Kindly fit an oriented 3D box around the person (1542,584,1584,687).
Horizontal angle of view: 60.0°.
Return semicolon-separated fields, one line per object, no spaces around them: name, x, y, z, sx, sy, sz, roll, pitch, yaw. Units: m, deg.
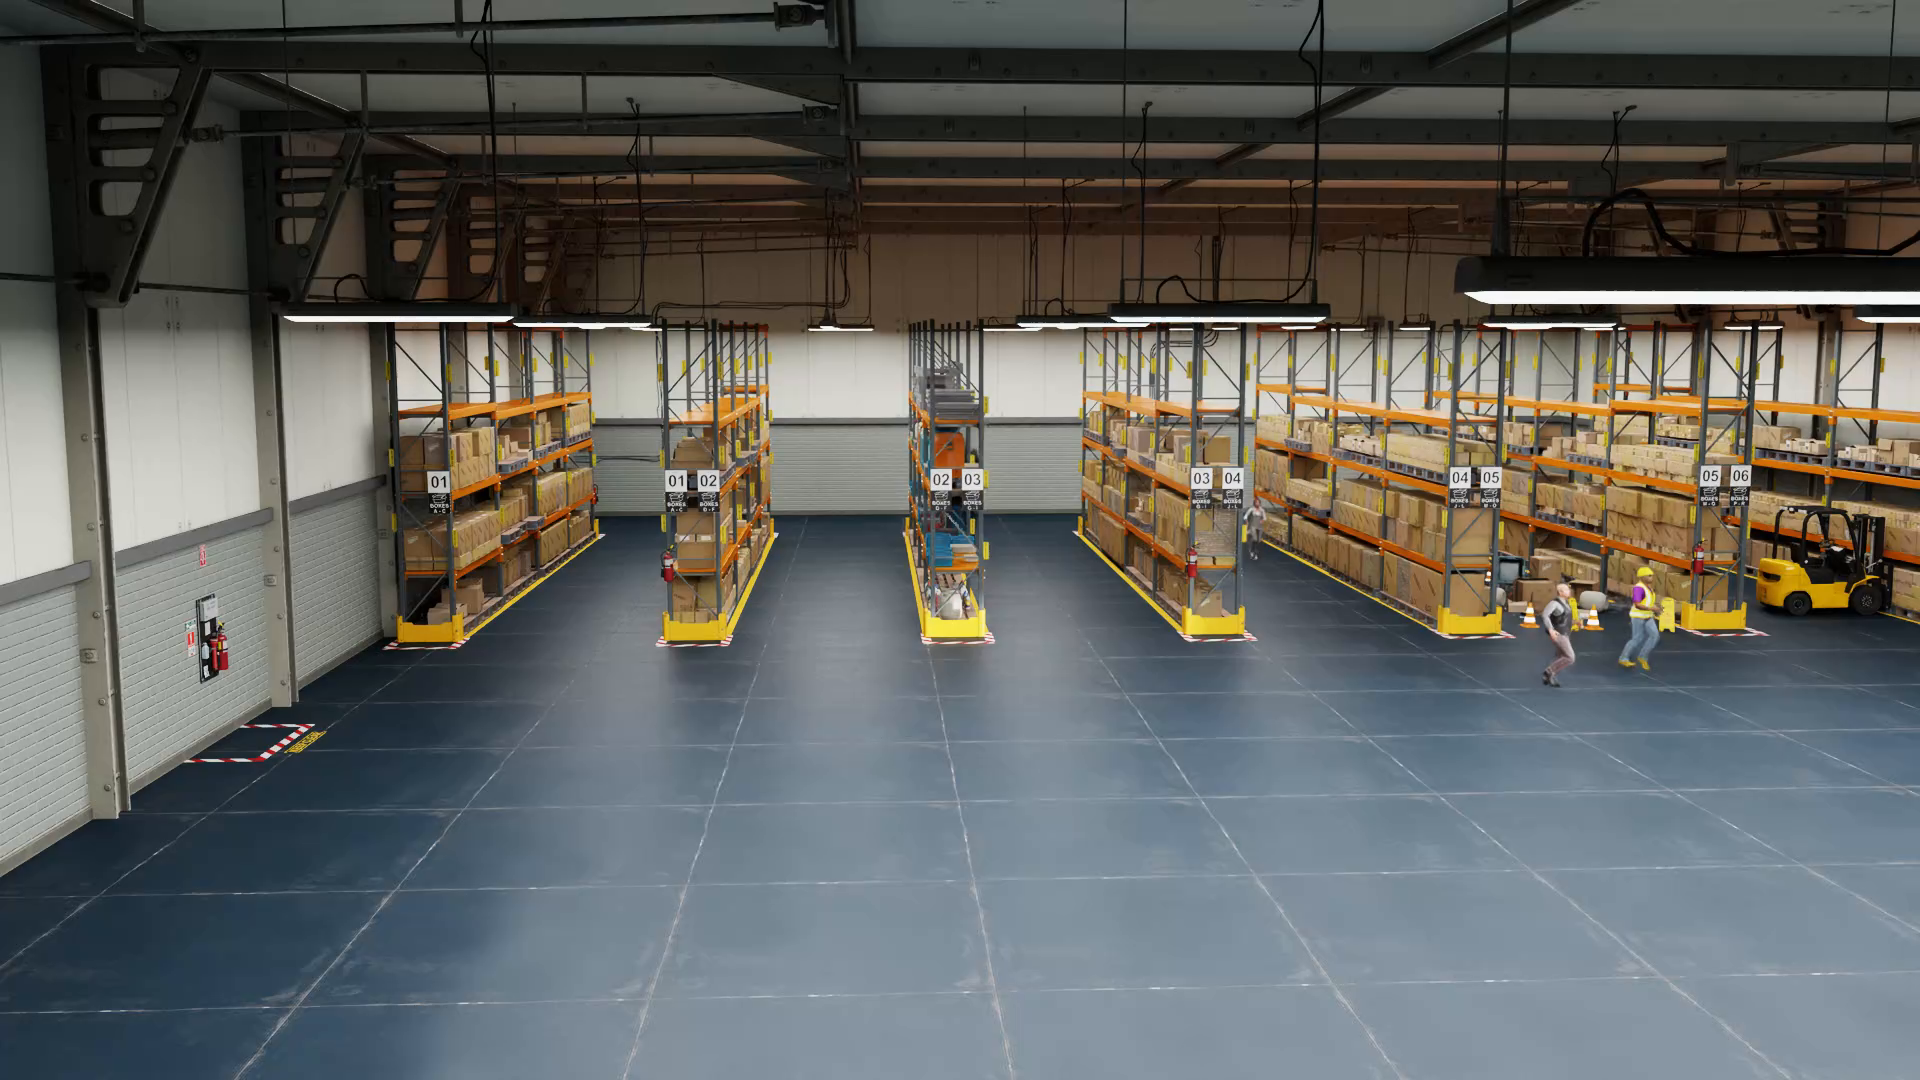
person;9.793;1.552;27.009;0.601;1.686;0.667;5;8;33

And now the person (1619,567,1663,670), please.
person;11.690;1.363;28.439;0.726;1.819;0.722;7;10;44

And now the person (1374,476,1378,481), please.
person;12.362;-1.147;49.488;0.673;1.566;0.559;-1;7;-6

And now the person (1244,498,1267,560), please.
person;7.505;-0.275;42.125;0.515;1.567;0.639;-1;7;-6
